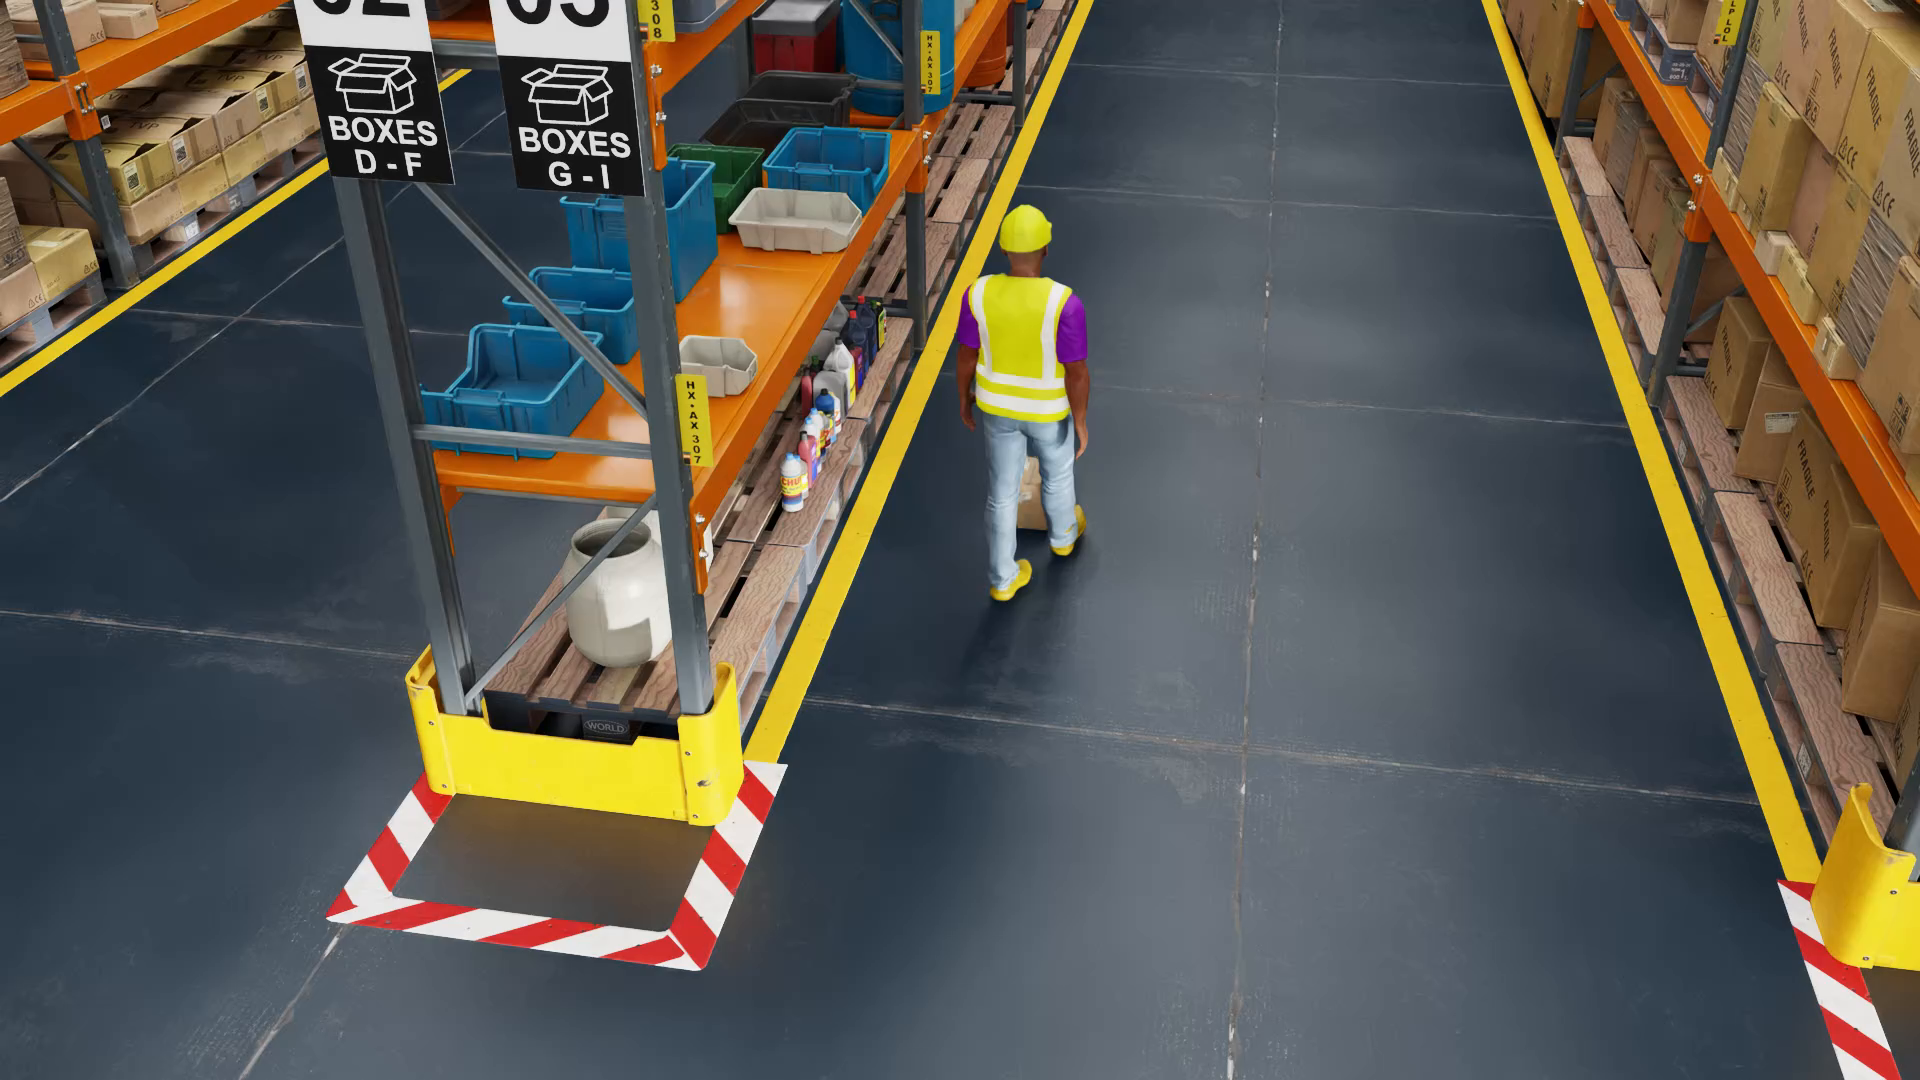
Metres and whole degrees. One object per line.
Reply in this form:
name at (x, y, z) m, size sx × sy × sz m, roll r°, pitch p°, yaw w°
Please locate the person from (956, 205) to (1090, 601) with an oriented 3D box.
person at (0.309, -0.643, 7.126) m, size 0.589 × 1.751 × 0.752 m, roll 9°, pitch 33°, yaw 14°
